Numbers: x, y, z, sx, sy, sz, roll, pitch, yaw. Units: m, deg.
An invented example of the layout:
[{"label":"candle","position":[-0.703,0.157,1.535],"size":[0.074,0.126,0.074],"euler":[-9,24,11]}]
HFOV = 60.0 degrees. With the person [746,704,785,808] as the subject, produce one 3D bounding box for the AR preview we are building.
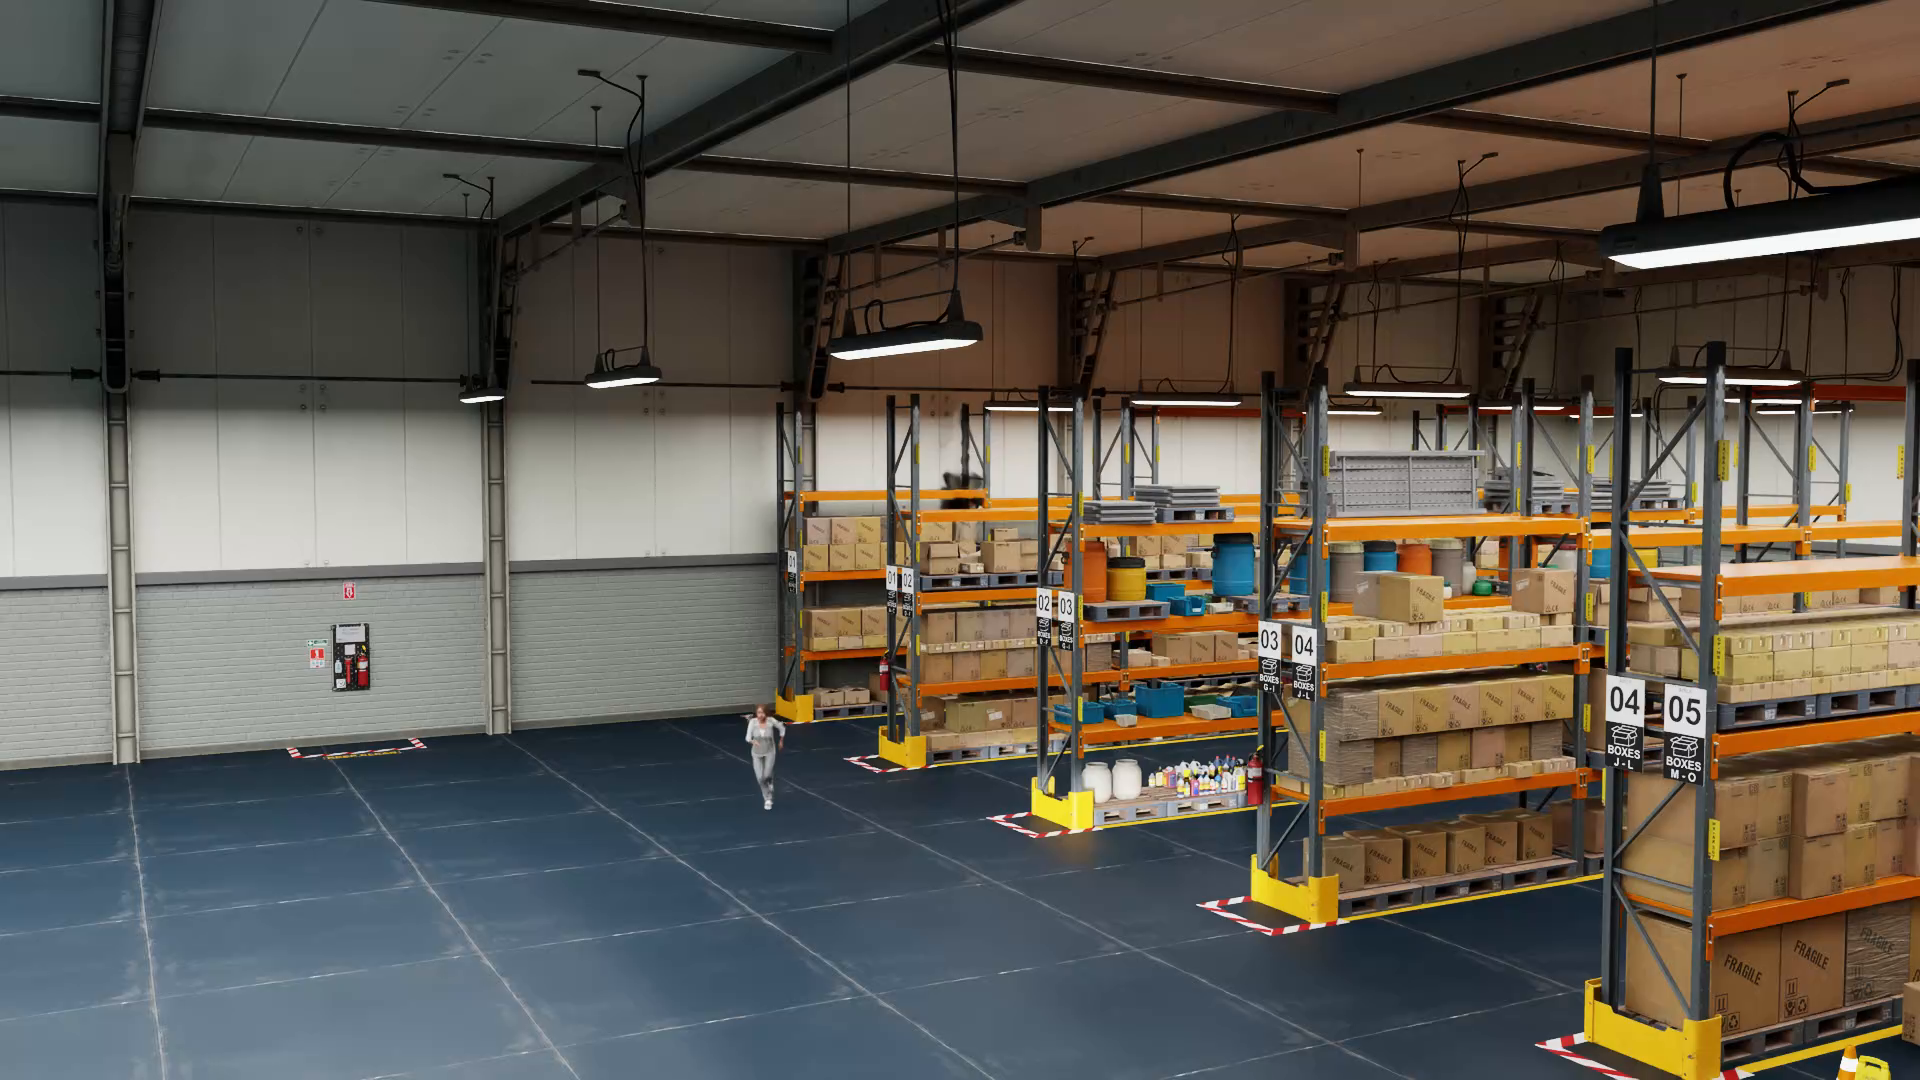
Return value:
[{"label":"person","position":[-2.769,3.070,23.564],"size":[0.517,1.531,0.640],"euler":[0,3,4]}]
